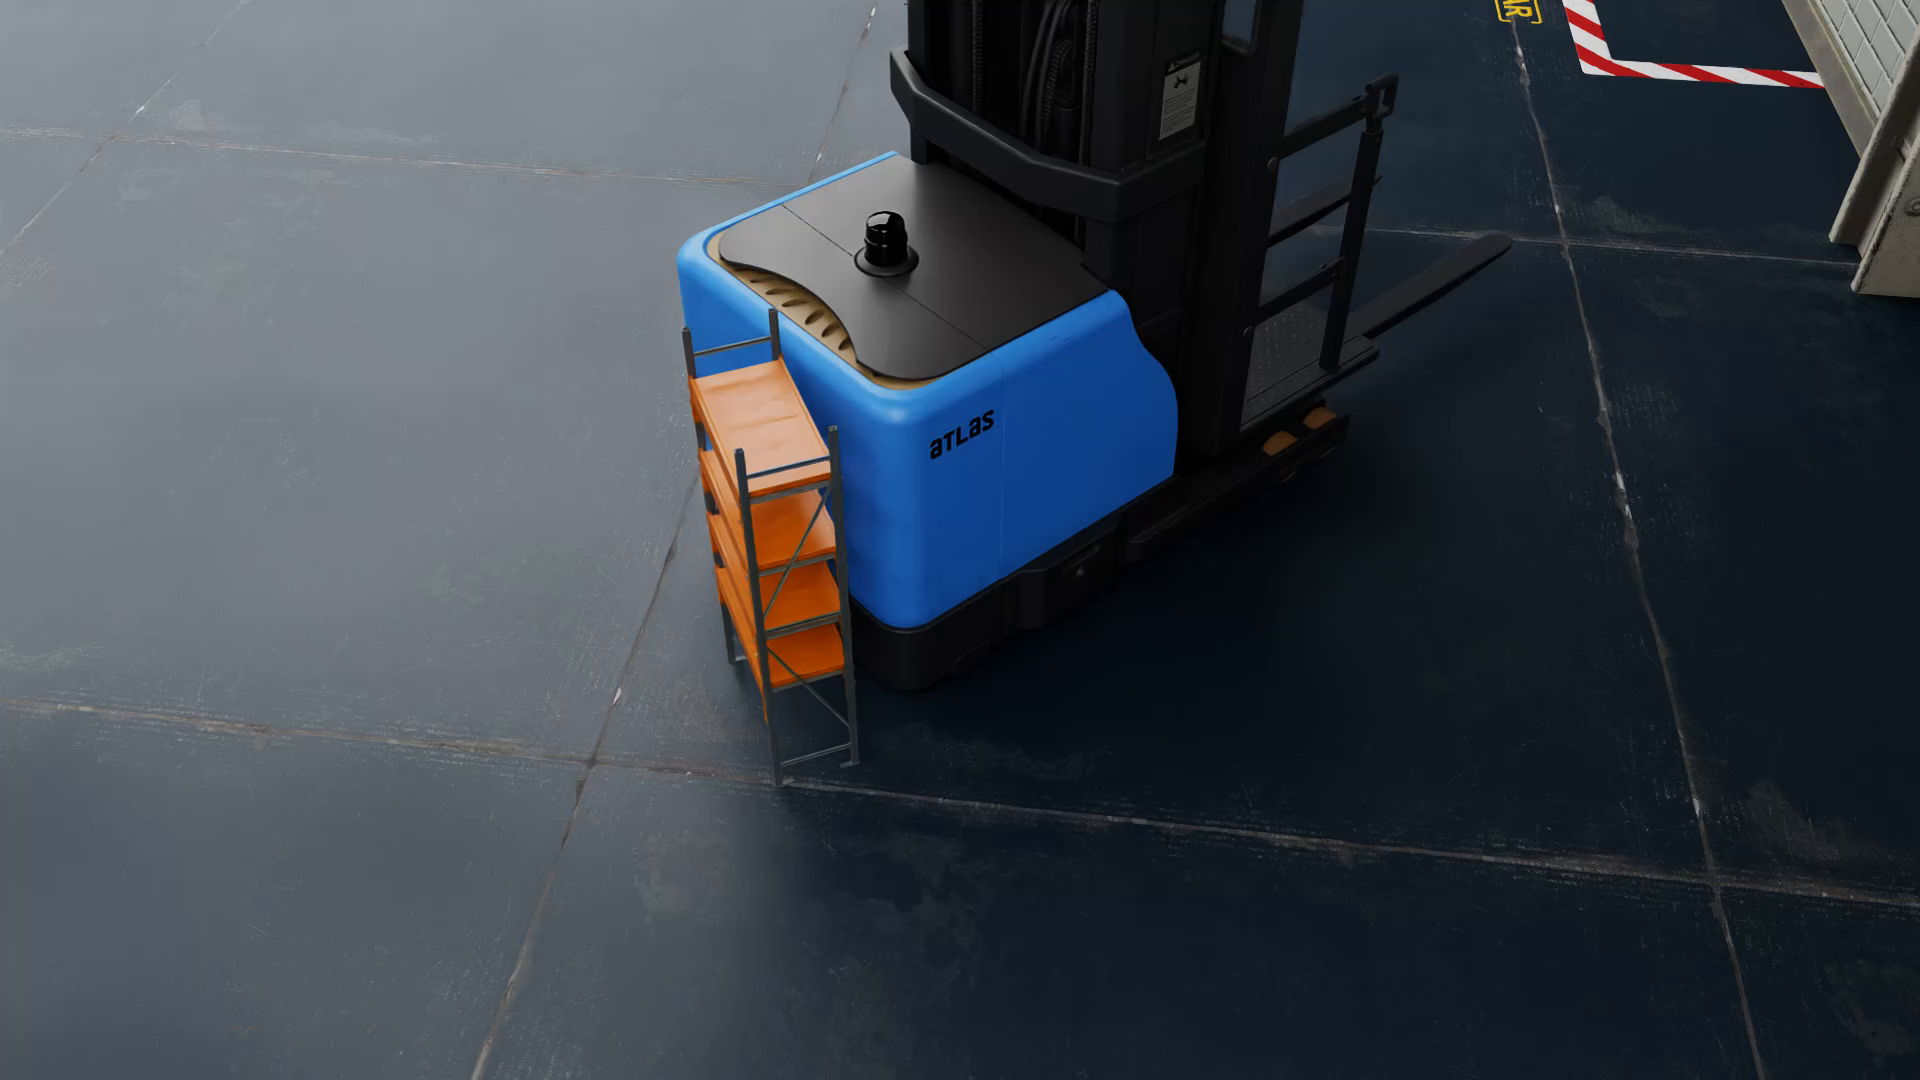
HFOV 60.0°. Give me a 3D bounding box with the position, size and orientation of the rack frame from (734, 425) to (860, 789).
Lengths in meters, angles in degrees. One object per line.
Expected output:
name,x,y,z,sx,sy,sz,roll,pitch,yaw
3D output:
rack frame,-0.392,0.208,4.157,0.240,1.200,0.015,-15,45,-15

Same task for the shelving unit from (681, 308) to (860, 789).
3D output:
shelving unit,-0.478,0.052,4.323,0.258,1.200,0.503,-15,45,-15

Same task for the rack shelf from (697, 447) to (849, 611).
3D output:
rack shelf,-0.478,-0.062,4.215,0.258,0.148,0.480,-15,45,-15

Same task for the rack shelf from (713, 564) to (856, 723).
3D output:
rack shelf,-0.478,0.245,4.506,0.258,0.148,0.480,-15,45,-15

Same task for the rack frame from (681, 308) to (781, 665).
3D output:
rack frame,-0.565,-0.105,4.489,0.240,1.200,0.015,-15,45,-15

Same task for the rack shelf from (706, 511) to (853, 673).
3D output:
rack shelf,-0.478,0.100,4.369,0.258,0.148,0.480,-15,45,-15

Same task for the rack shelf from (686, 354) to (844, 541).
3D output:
rack shelf,-0.478,-0.234,4.053,0.258,0.148,0.480,-15,45,-15

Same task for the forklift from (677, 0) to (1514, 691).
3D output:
forklift,0.657,-1.503,4.705,3.031,2.935,1.130,-30,51,-28
